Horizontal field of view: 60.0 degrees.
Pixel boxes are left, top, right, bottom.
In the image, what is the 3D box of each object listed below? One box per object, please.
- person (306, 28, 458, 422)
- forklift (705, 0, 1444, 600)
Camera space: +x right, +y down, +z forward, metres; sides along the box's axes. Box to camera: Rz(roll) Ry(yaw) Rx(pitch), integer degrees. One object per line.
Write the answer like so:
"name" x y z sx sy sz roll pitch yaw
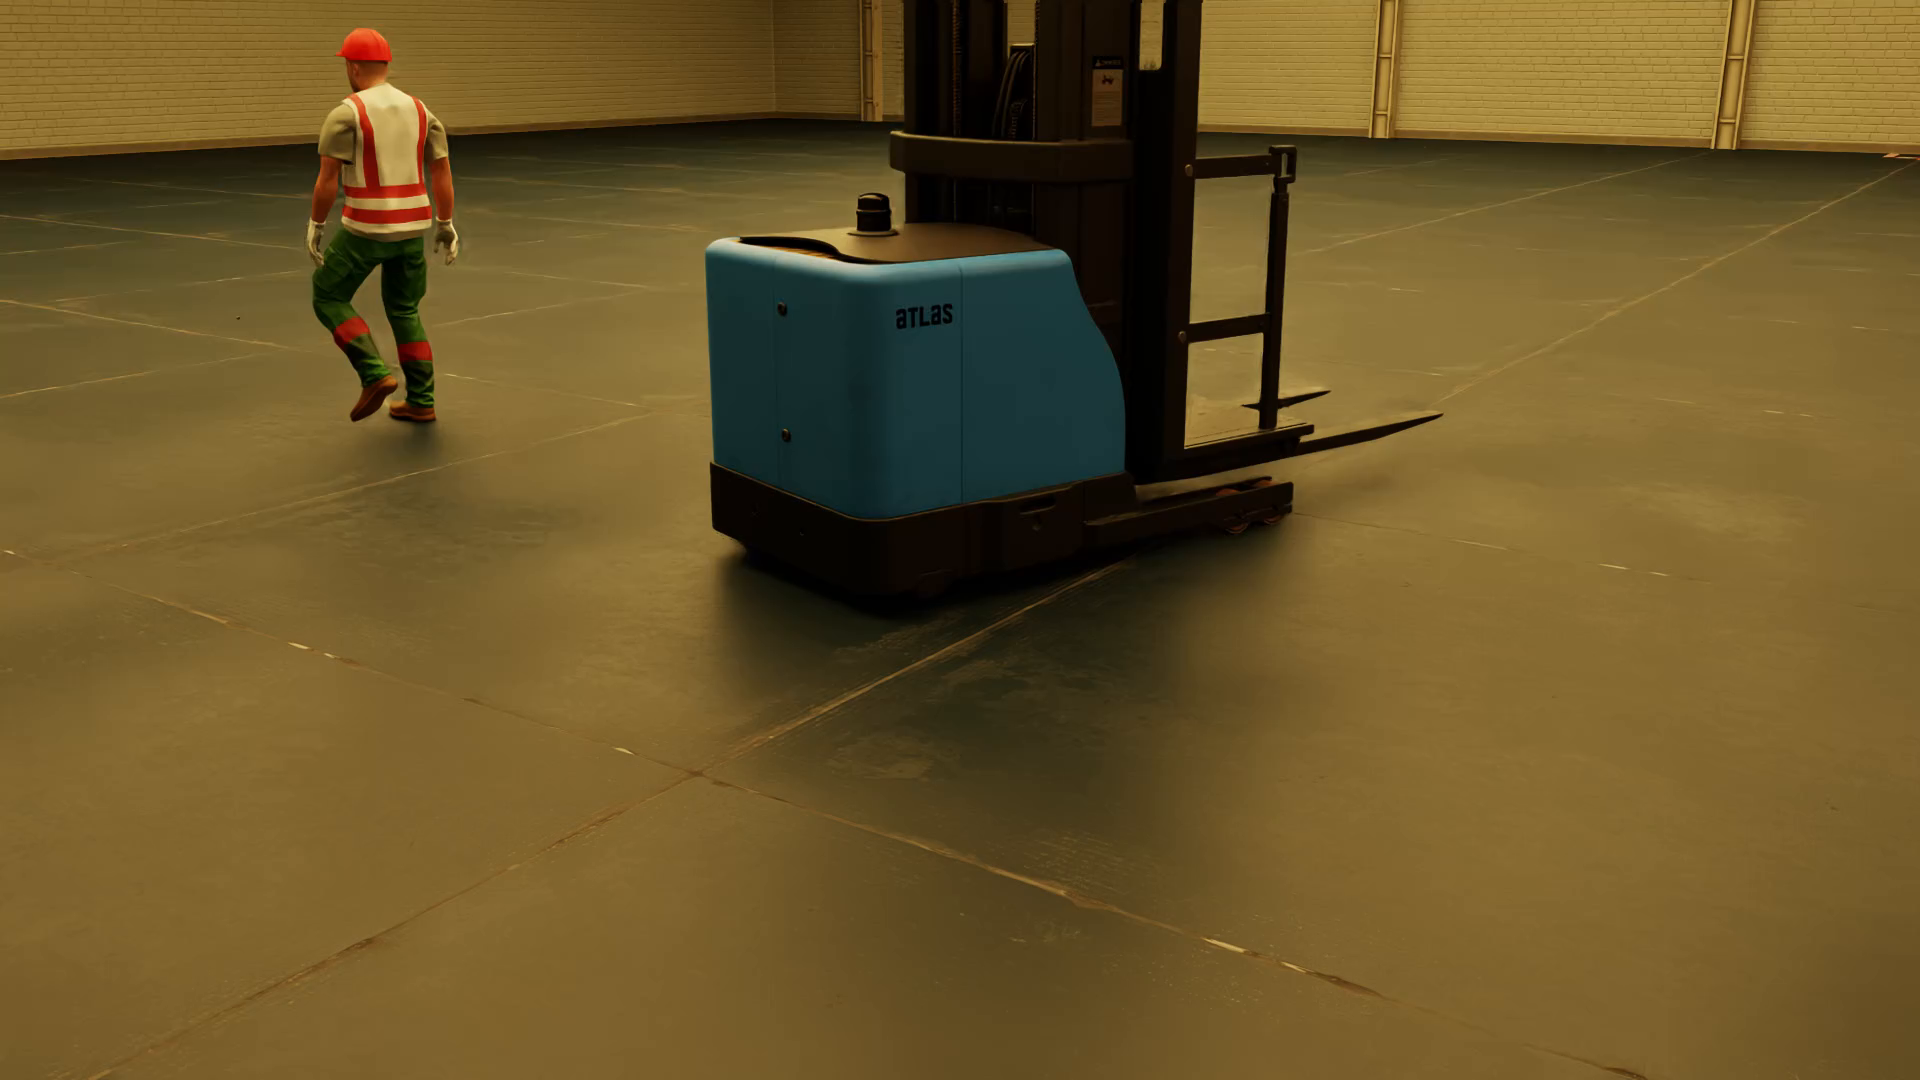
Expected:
"person" -2.677 -1.417 7.606 0.463 1.767 0.704 12 20 34
"forklift" 0.612 -1.533 5.961 3.031 2.935 1.130 -12 21 -35
